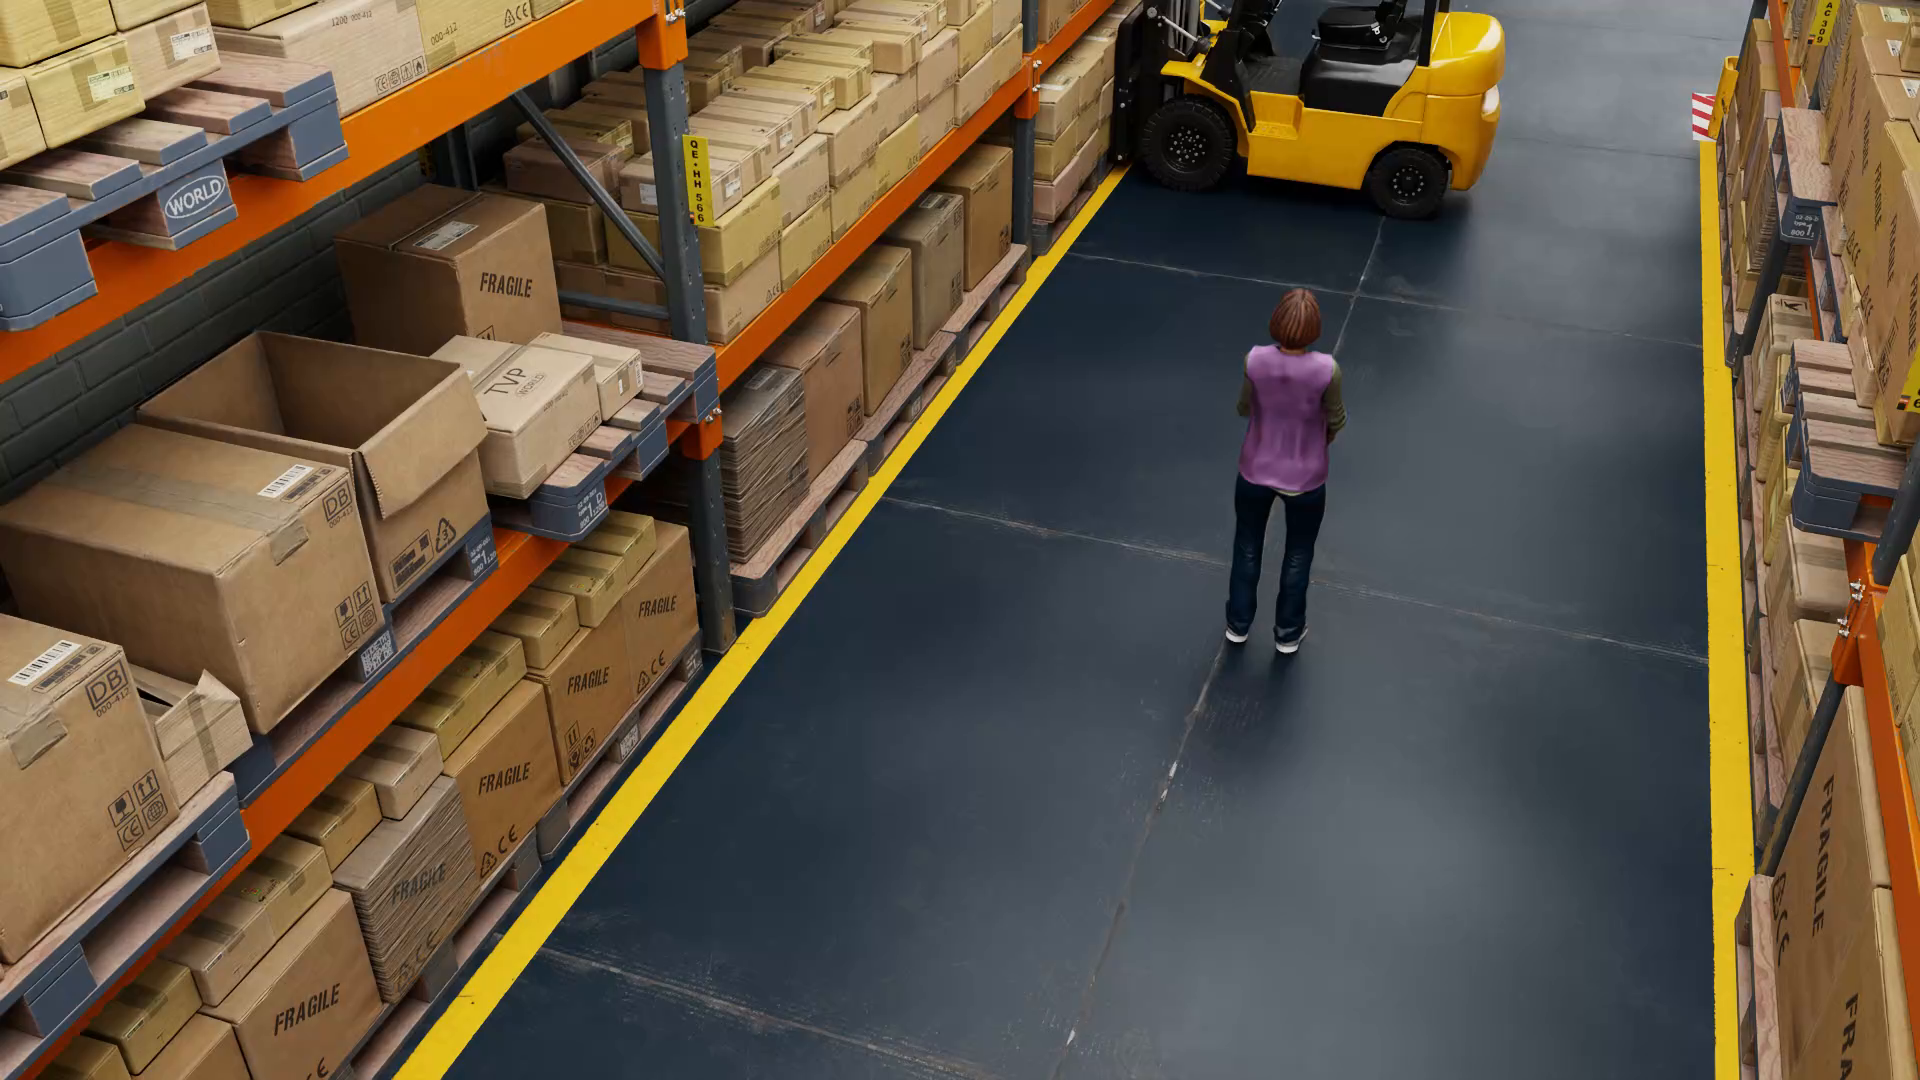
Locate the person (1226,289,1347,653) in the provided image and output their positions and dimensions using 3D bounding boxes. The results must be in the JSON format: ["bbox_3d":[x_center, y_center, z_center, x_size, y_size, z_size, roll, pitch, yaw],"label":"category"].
[{"bbox_3d":[1.291,-0.303,6.600,0.425,1.596,0.489,11,35,16],"label":"person"}]
